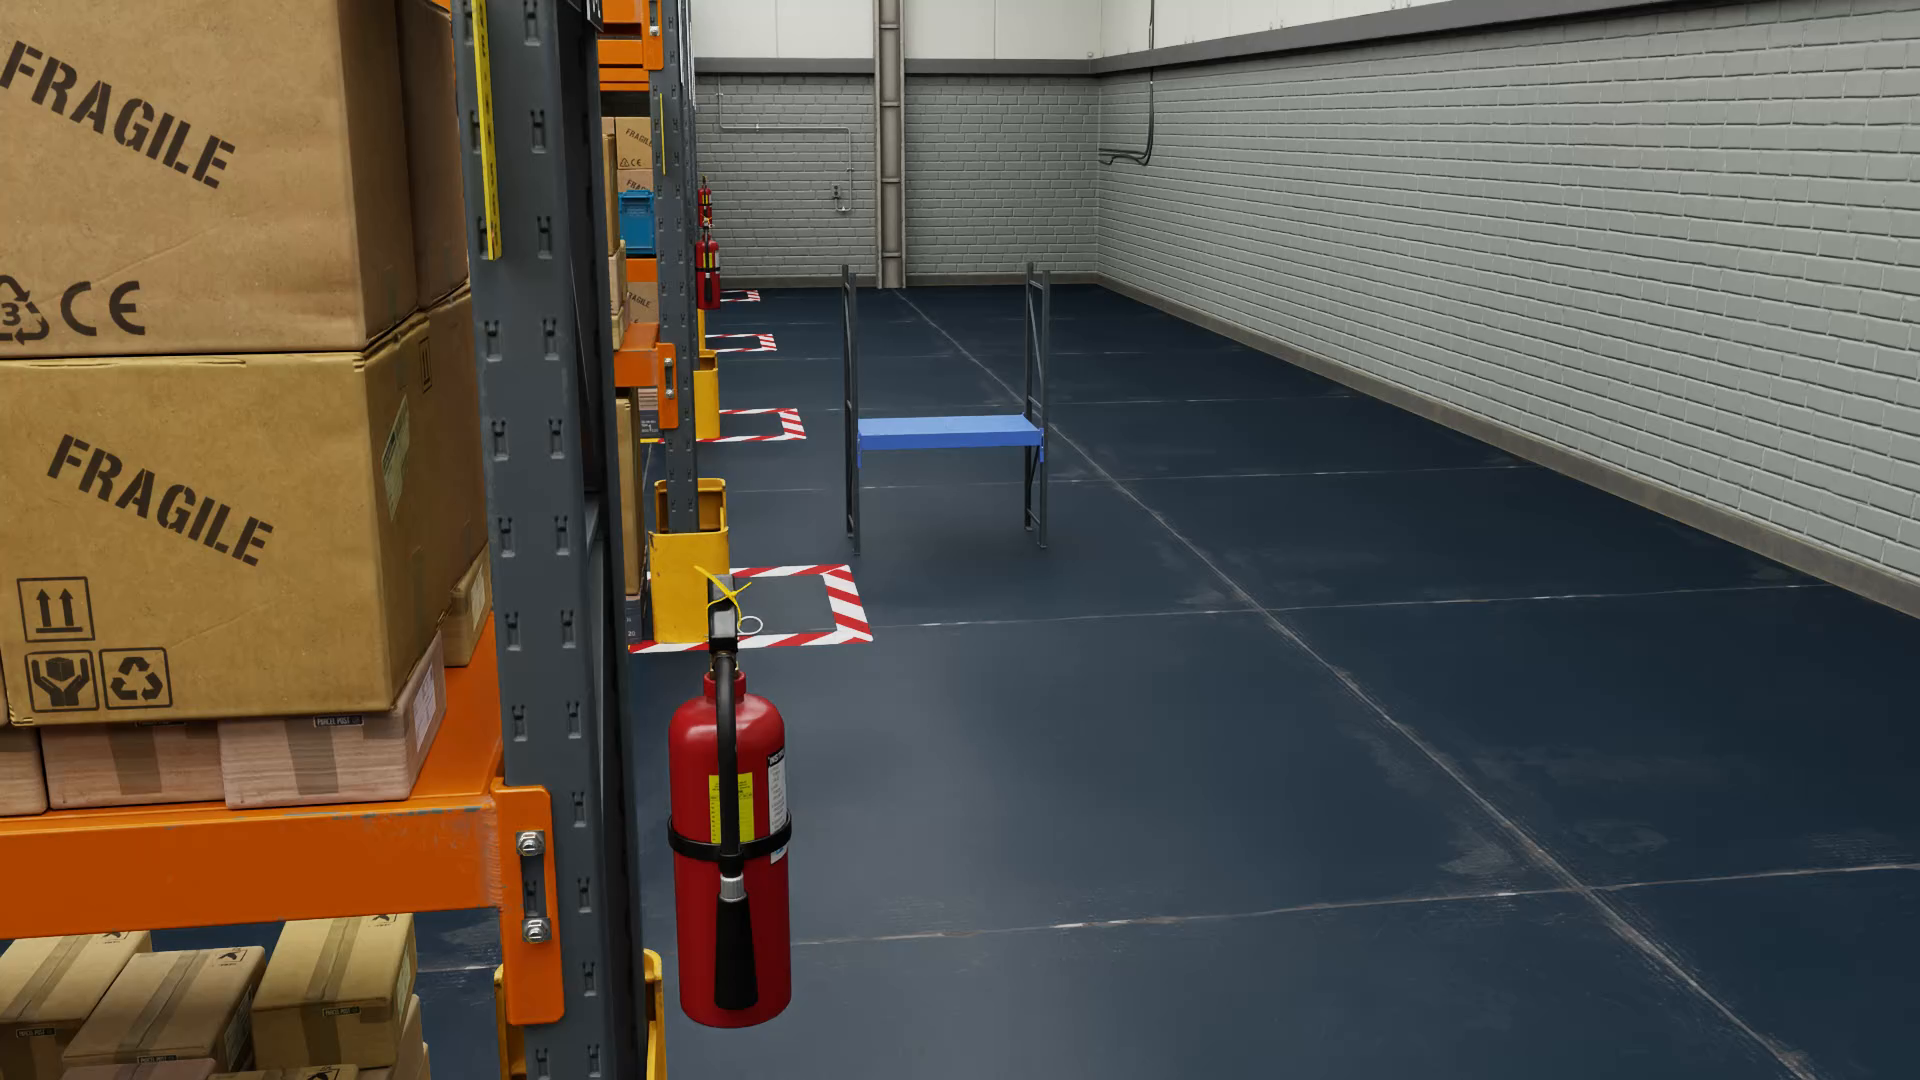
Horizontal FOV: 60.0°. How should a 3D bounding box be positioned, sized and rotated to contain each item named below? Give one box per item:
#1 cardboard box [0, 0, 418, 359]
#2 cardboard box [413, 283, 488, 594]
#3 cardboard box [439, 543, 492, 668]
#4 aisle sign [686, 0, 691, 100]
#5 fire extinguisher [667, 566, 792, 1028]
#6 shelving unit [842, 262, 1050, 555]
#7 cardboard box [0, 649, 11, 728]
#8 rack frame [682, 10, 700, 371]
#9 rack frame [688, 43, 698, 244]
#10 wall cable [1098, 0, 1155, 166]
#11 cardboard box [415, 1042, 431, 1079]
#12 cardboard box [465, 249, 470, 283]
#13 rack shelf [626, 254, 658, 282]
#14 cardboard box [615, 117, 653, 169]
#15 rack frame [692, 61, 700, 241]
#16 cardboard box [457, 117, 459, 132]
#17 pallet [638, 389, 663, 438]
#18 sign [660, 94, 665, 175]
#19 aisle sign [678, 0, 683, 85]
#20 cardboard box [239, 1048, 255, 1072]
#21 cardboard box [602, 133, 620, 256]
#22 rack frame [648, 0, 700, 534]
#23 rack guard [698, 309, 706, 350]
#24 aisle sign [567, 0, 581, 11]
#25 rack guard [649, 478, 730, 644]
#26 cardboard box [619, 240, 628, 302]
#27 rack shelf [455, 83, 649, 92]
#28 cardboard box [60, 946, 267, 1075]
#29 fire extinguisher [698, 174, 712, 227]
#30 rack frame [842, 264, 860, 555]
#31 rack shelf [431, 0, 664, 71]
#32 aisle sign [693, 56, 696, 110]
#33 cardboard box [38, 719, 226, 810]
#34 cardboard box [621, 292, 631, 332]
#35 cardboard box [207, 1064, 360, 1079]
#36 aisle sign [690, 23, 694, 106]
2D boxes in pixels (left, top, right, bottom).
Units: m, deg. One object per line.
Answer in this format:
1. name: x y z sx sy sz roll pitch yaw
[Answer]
1. cardboard box: -1.076 -0.541 2.340 0.500 0.500 0.500 -2 14 -9
2. cardboard box: -1.145 -0.183 2.967 0.500 0.500 0.500 -1 14 -6
3. cardboard box: -1.029 0.115 3.113 0.250 0.149 0.380 -2 14 -9
4. aisle sign: -1.922 -3.521 11.751 0.004 0.787 0.394 -2 14 -8
5. fire extinguisher: -0.342 0.381 2.463 0.183 0.674 0.296 -2 14 -8
6. shelving unit: -0.084 -0.724 9.027 1.048 1.500 0.538 -2 14 -8
7. cardboard box: -1.576 -0.037 2.385 0.500 0.500 0.500 -2 14 -9
8. rack frame: -2.037 -2.328 12.337 0.127 3.000 1.000 -2 14 -8
9. rack frame: -2.771 -3.519 17.089 0.127 3.000 1.000 -2 14 -8
10. wall cable: 2.133 -6.234 21.962 0.112 2.526 3.097 -2 14 -8
11. cardboard box: -1.226 1.181 3.342 0.250 0.149 0.380 -2 14 -7
12. cardboard box: -2.241 -1.108 7.172 0.500 0.250 0.500 -2 14 -9
13. rack shelf: -4.015 -1.906 12.136 4.000 0.370 1.077 -2 14 -8
14. cardboard box: -3.170 -3.971 16.627 0.500 0.500 0.500 -2 14 -9
15. rack frame: -3.513 -4.711 21.840 0.127 3.000 1.000 -2 14 -8
16. cardboard box: -4.690 -3.914 16.400 0.500 0.500 0.500 -2 14 -7
17. pallet: -2.858 -0.955 12.595 1.213 0.211 1.003 -2 14 -8
18. sign: -1.232 -1.682 6.895 0.005 0.325 0.100 -2 14 -8
19. aisle sign: -1.183 -2.328 6.993 0.004 0.787 0.394 -2 14 -8
20. cardboard box: -1.496 1.049 3.260 0.250 0.149 0.380 -2 14 -9
21. cardboard box: -1.742 -1.491 7.155 0.500 0.500 0.500 -2 14 -8
22. rack frame: -1.299 -1.136 7.587 0.127 3.000 1.000 -2 14 -8
23. rack guard: -2.846 -2.304 17.382 0.348 0.500 1.175 -2 14 -8
24. aisle sign: -0.543 -1.131 2.221 0.004 0.787 0.394 -2 14 -8
25. rack guard: -1.275 0.075 7.894 0.348 0.500 1.175 -2 14 -8
26. cardboard box: -1.814 -1.255 7.758 0.500 0.250 0.500 -2 14 -10
27. rack shelf: -5.491 -5.744 21.273 4.000 0.370 1.077 -2 14 -8
28. cardboard box: -1.484 0.927 3.133 0.250 0.149 0.380 -2 14 -7
29. fire extinguisher: -3.295 -4.387 21.474 0.183 0.674 0.296 -2 14 -8
30. rack frame: -0.587 -0.706 8.954 0.032 1.500 0.500 -2 14 -8
31. rack shelf: -3.277 -2.170 7.020 4.000 0.370 1.077 -2 14 -8
32. aisle sign: -3.397 -5.902 21.246 0.004 0.787 0.394 -2 14 -8
33. cardboard box: -1.192 0.262 2.527 0.250 0.149 0.380 -2 14 -8
34. cardboard box: -1.699 -1.081 7.883 0.250 0.149 0.380 -2 14 -8
35. cardboard box: -1.146 1.031 2.719 0.250 0.149 0.380 -2 14 -8
36. aisle sign: -2.658 -4.709 16.489 0.004 0.787 0.394 -2 14 -8
